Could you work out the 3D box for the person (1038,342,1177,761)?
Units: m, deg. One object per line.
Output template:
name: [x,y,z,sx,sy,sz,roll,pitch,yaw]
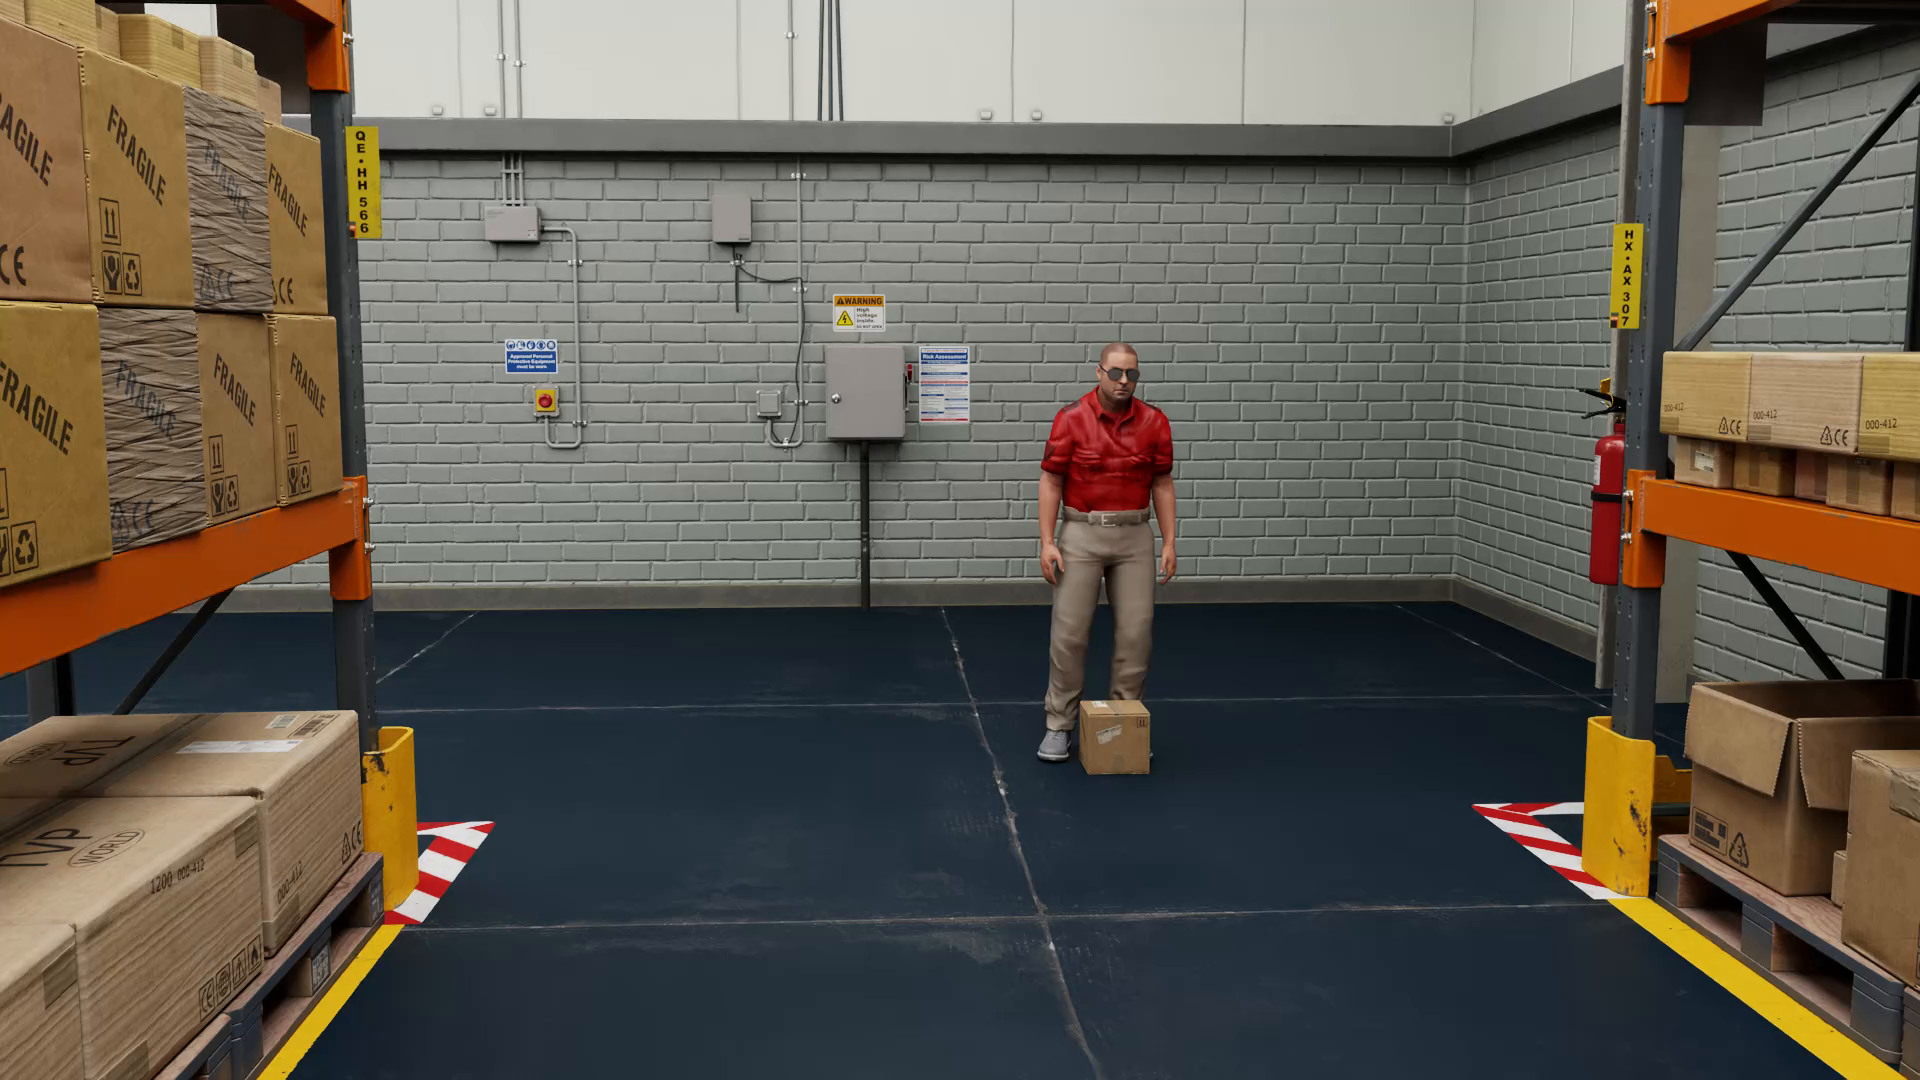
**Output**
person: [0.617,0.043,6.940,0.606,1.727,0.432,-1,7,-7]
